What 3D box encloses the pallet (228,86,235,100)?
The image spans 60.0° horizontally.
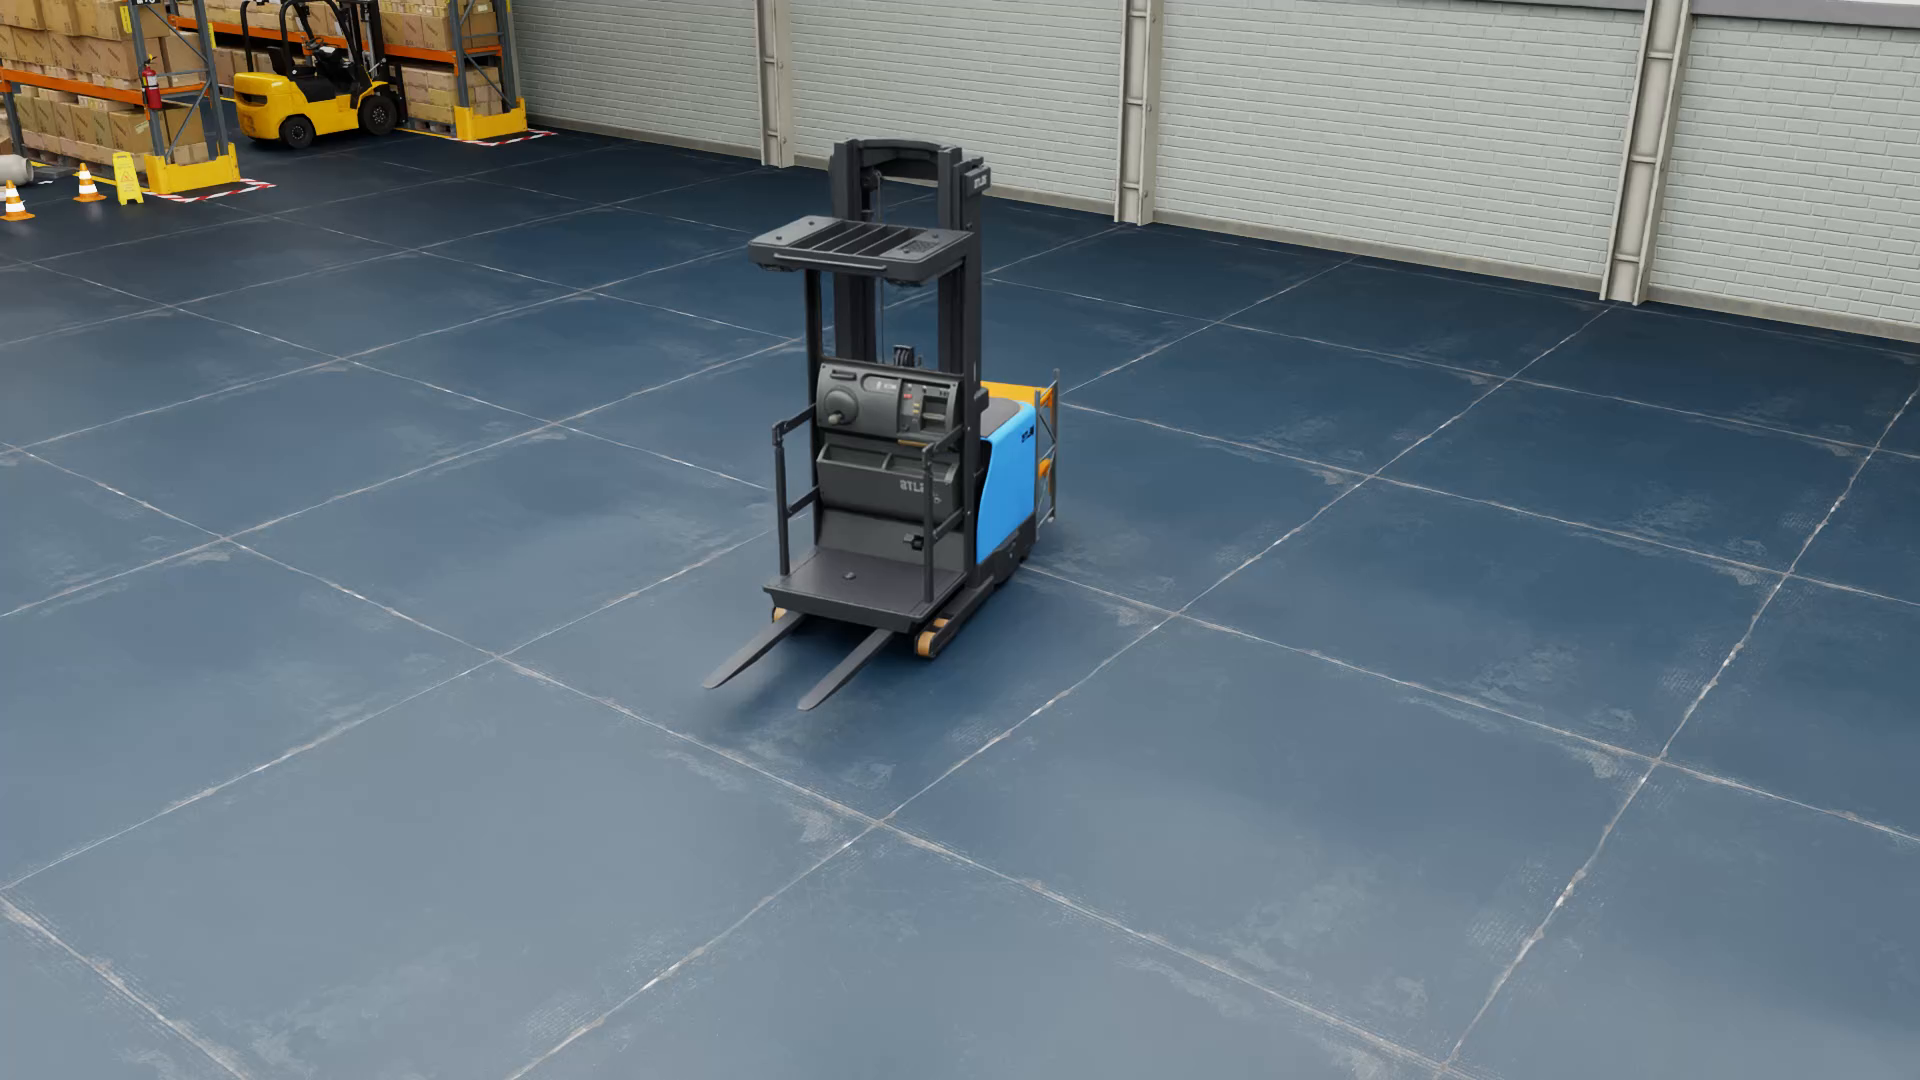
[{"bbox_3d":[-12.206,-7.952,29.535,1.213,0.211,1.003,17,29,33],"label":"pallet"}]

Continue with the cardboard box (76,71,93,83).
[{"bbox_3d":[-11.879,-6.391,22.846,0.250,0.149,0.380,16,29,33],"label":"cardboard box"}]

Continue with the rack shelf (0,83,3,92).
[{"bbox_3d":[-15.187,-7.319,25.534,4.000,0.370,1.077,17,29,33],"label":"rack shelf"}]

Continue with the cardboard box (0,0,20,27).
[{"bbox_3d":[-12.969,-7.497,23.313,0.500,0.500,0.700,17,29,34],"label":"cardboard box"}]

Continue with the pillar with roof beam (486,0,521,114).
[{"bbox_3d":[-10.011,-9.616,22.413,0.400,9.000,9.100,17,29,33],"label":"pillar with roof beam"}]

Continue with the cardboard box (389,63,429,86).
[{"bbox_3d":[-8.790,-7.443,26.571,0.500,0.250,0.500,17,29,34],"label":"cardboard box"}]

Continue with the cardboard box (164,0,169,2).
[{"bbox_3d":[-14.570,-9.847,30.169,0.250,0.149,0.380,17,29,34],"label":"cardboard box"}]

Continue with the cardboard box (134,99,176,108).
[{"bbox_3d":[-11.306,-5.890,23.356,0.500,0.500,0.500,16,28,31],"label":"cardboard box"}]

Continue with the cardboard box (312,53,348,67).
[{"bbox_3d":[-10.414,-7.941,27.701,0.500,0.250,0.500,16,29,33],"label":"cardboard box"}]

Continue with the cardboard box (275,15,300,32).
[{"bbox_3d":[-11.173,-8.736,28.043,0.500,0.250,0.500,18,29,34],"label":"cardboard box"}]

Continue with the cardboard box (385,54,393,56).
[{"bbox_3d":[-9.689,-7.984,27.801,0.500,0.250,0.500,16,29,33],"label":"cardboard box"}]

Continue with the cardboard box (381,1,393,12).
[{"bbox_3d":[-8.899,-8.438,26.253,0.250,0.149,0.380,17,29,34],"label":"cardboard box"}]

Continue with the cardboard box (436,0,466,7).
[{"bbox_3d":[-7.825,-8.297,25.564,0.250,0.149,0.380,17,29,33],"label":"cardboard box"}]

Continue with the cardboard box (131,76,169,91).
[{"bbox_3d":[-10.814,-6.104,22.195,0.250,0.149,0.380,18,29,35],"label":"cardboard box"}]

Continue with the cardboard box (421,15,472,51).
[{"bbox_3d":[-7.964,-7.880,25.790,0.500,0.500,0.500,16,28,32],"label":"cardboard box"}]

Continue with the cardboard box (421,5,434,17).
[{"bbox_3d":[-8.080,-8.188,25.685,0.250,0.149,0.380,17,29,34],"label":"cardboard box"}]

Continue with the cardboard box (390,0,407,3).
[{"bbox_3d":[-8.697,-8.513,26.053,0.250,0.149,0.380,18,29,35],"label":"cardboard box"}]

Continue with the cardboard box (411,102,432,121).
[{"bbox_3d":[-8.370,-6.869,26.509,0.500,0.250,0.500,17,29,33],"label":"cardboard box"}]

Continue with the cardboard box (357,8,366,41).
[{"bbox_3d":[-9.582,-8.379,26.922,0.500,0.500,0.500,16,29,33],"label":"cardboard box"}]

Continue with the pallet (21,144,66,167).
[{"bbox_3d":[-13.028,-5.738,24.511,1.213,0.211,1.003,17,29,33],"label":"pallet"}]

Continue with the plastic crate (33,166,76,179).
[{"bbox_3d":[-12.823,-5.185,23.418,0.583,0.080,0.402,7,25,15],"label":"plastic crate"}]

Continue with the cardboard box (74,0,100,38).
[{"bbox_3d":[-11.326,-7.015,22.218,0.500,0.500,0.700,17,29,34],"label":"cardboard box"}]

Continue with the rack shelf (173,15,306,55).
[{"bbox_3d":[-12.213,-8.922,29.171,4.000,0.370,1.077,17,29,33],"label":"rack shelf"}]

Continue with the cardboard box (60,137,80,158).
[{"bbox_3d":[-12.417,-5.616,23.666,0.500,0.250,0.500,16,29,33],"label":"cardboard box"}]

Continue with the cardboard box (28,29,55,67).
[{"bbox_3d":[-12.593,-6.911,23.222,0.500,0.500,0.500,17,29,33],"label":"cardboard box"}]

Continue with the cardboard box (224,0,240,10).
[{"bbox_3d":[-12.373,-9.339,28.792,0.500,0.250,0.500,17,29,34],"label":"cardboard box"}]

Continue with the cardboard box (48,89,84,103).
[{"bbox_3d":[-12.583,-6.272,23.419,0.250,0.149,0.380,19,30,36],"label":"cardboard box"}]

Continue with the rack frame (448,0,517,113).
[{"bbox_3d":[-7.412,-7.800,25.733,0.127,3.000,1.000,17,29,33],"label":"rack frame"}]

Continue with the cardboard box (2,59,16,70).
[{"bbox_3d":[-13.527,-6.870,23.934,0.250,0.149,0.380,17,29,33],"label":"cardboard box"}]

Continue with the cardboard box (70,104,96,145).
[{"bbox_3d":[-12.003,-5.834,23.229,0.500,0.500,0.500,16,28,32],"label":"cardboard box"}]

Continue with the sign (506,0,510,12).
[{"bbox_3d":[-7.075,-8.410,25.945,0.005,0.325,0.100,17,29,33],"label":"sign"}]

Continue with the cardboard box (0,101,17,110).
[{"bbox_3d":[-14.586,-6.453,25.415,0.625,0.372,0.950,19,30,36],"label":"cardboard box"}]

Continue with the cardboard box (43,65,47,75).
[{"bbox_3d":[-12.654,-6.646,23.425,0.250,0.149,0.380,17,29,33],"label":"cardboard box"}]

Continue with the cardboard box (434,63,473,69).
[{"bbox_3d":[-8.085,-7.488,26.675,0.500,0.250,0.500,17,29,33],"label":"cardboard box"}]

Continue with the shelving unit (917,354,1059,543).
[{"bbox_3d":[0.123,-0.660,11.852,1.048,1.125,0.538,8,25,18],"label":"shelving unit"}]

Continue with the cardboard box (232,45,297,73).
[{"bbox_3d":[-12.256,-8.367,29.443,0.625,0.625,0.875,15,28,31],"label":"cardboard box"}]

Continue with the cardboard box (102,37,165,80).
[{"bbox_3d":[-10.986,-6.422,22.112,0.500,0.500,0.500,16,29,32],"label":"cardboard box"}]

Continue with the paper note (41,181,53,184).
[{"bbox_3d":[-12.596,-4.935,22.912,0.148,0.019,0.142,7,25,15],"label":"paper note"}]

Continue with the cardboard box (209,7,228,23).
[{"bbox_3d":[-12.789,-9.234,29.174,0.500,0.250,0.500,16,28,32],"label":"cardboard box"}]

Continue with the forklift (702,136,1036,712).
[{"bbox_3d":[-0.533,-0.817,9.969,1.130,2.935,3.031,10,26,22],"label":"forklift"}]

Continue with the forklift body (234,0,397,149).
[{"bbox_3d":[-10.024,-7.282,25.609,1.214,2.155,2.313,17,29,33],"label":"forklift body"}]

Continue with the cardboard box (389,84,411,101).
[{"bbox_3d":[-8.810,-7.222,26.691,0.500,0.250,0.500,16,28,32],"label":"cardboard box"}]

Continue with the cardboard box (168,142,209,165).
[{"bbox_3d":[-10.866,-5.416,23.211,0.500,0.250,0.500,17,29,33],"label":"cardboard box"}]

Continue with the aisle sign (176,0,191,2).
[{"bbox_3d":[-10.151,-7.472,21.765,0.004,0.787,0.394,17,29,33],"label":"aisle sign"}]

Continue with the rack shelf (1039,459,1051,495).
[{"bbox_3d":[0.123,-0.436,11.950,1.000,0.278,0.538,8,25,18],"label":"rack shelf"}]
